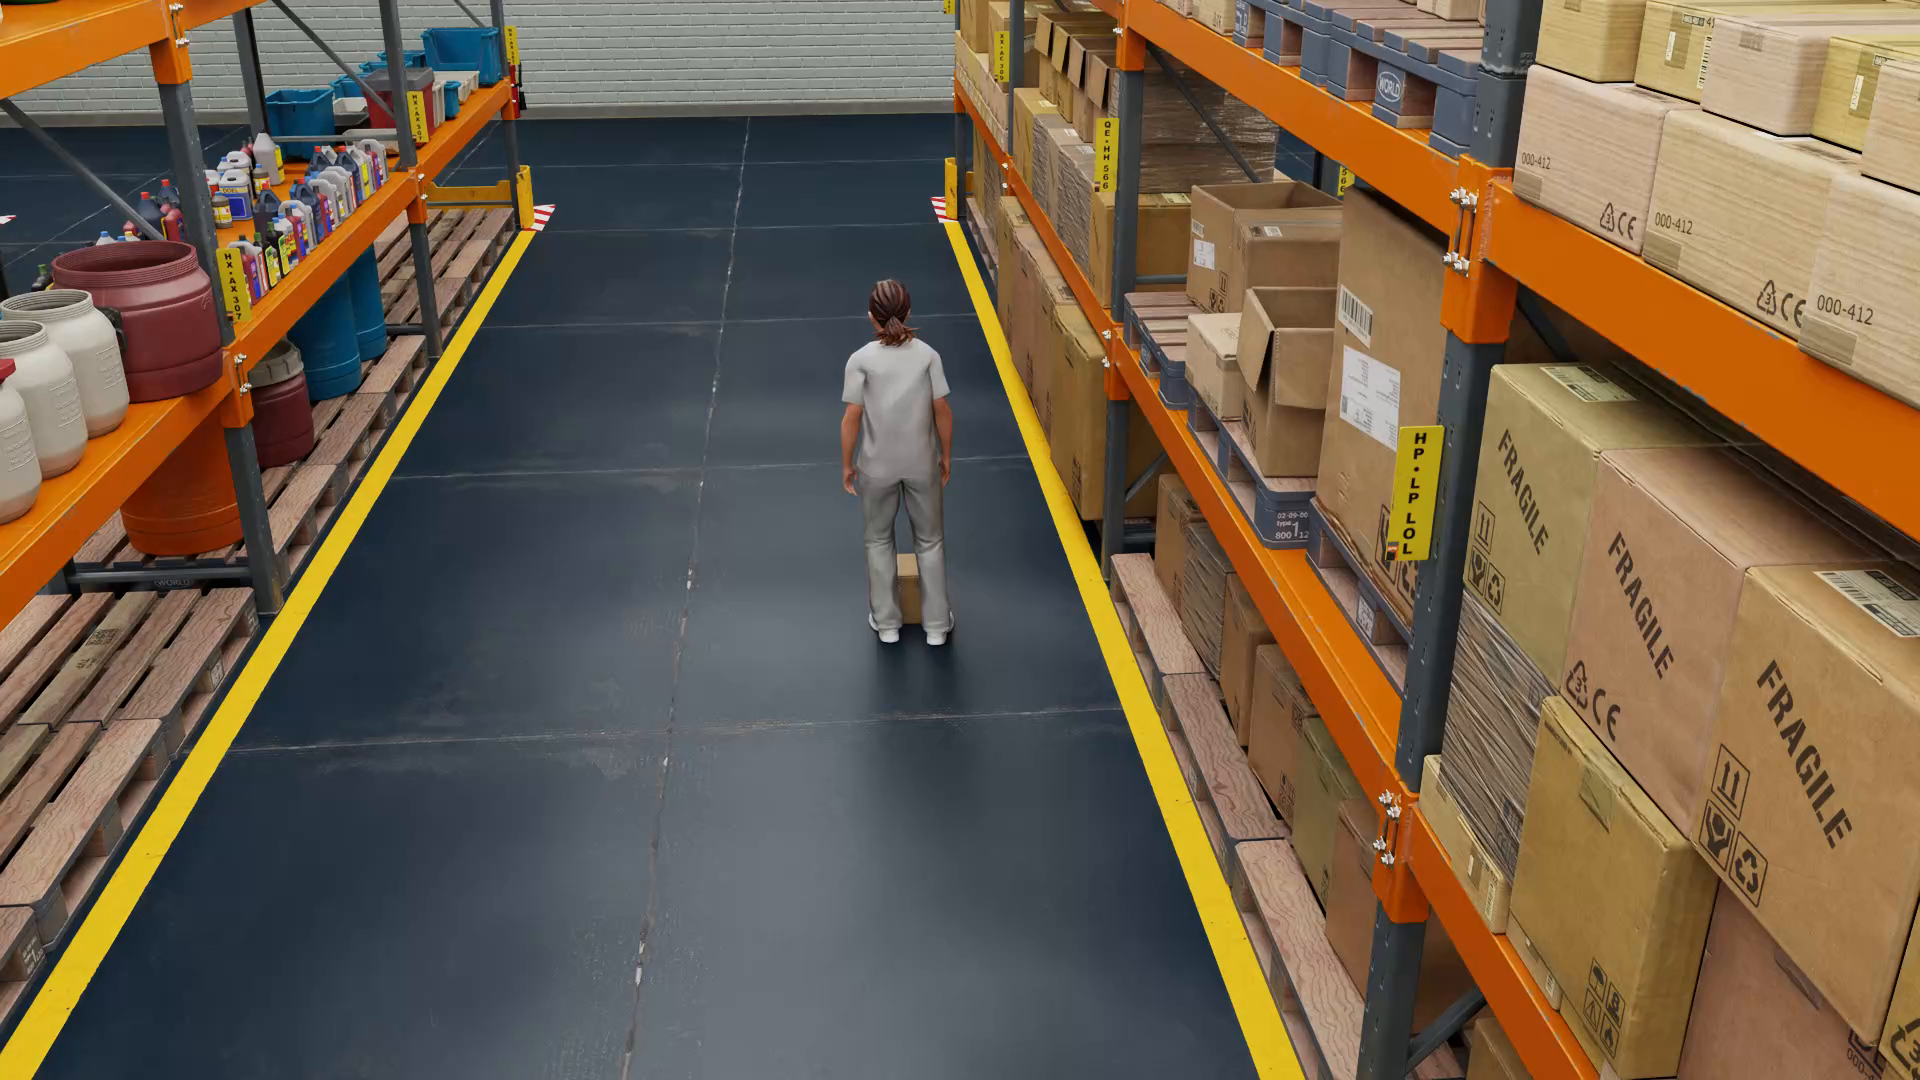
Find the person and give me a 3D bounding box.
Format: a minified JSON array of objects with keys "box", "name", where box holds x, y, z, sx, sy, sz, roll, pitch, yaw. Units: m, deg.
[{"box":[-0.271,-0.330,7.351,0.514,1.672,0.414,-4,24,-8],"name":"person"}]
